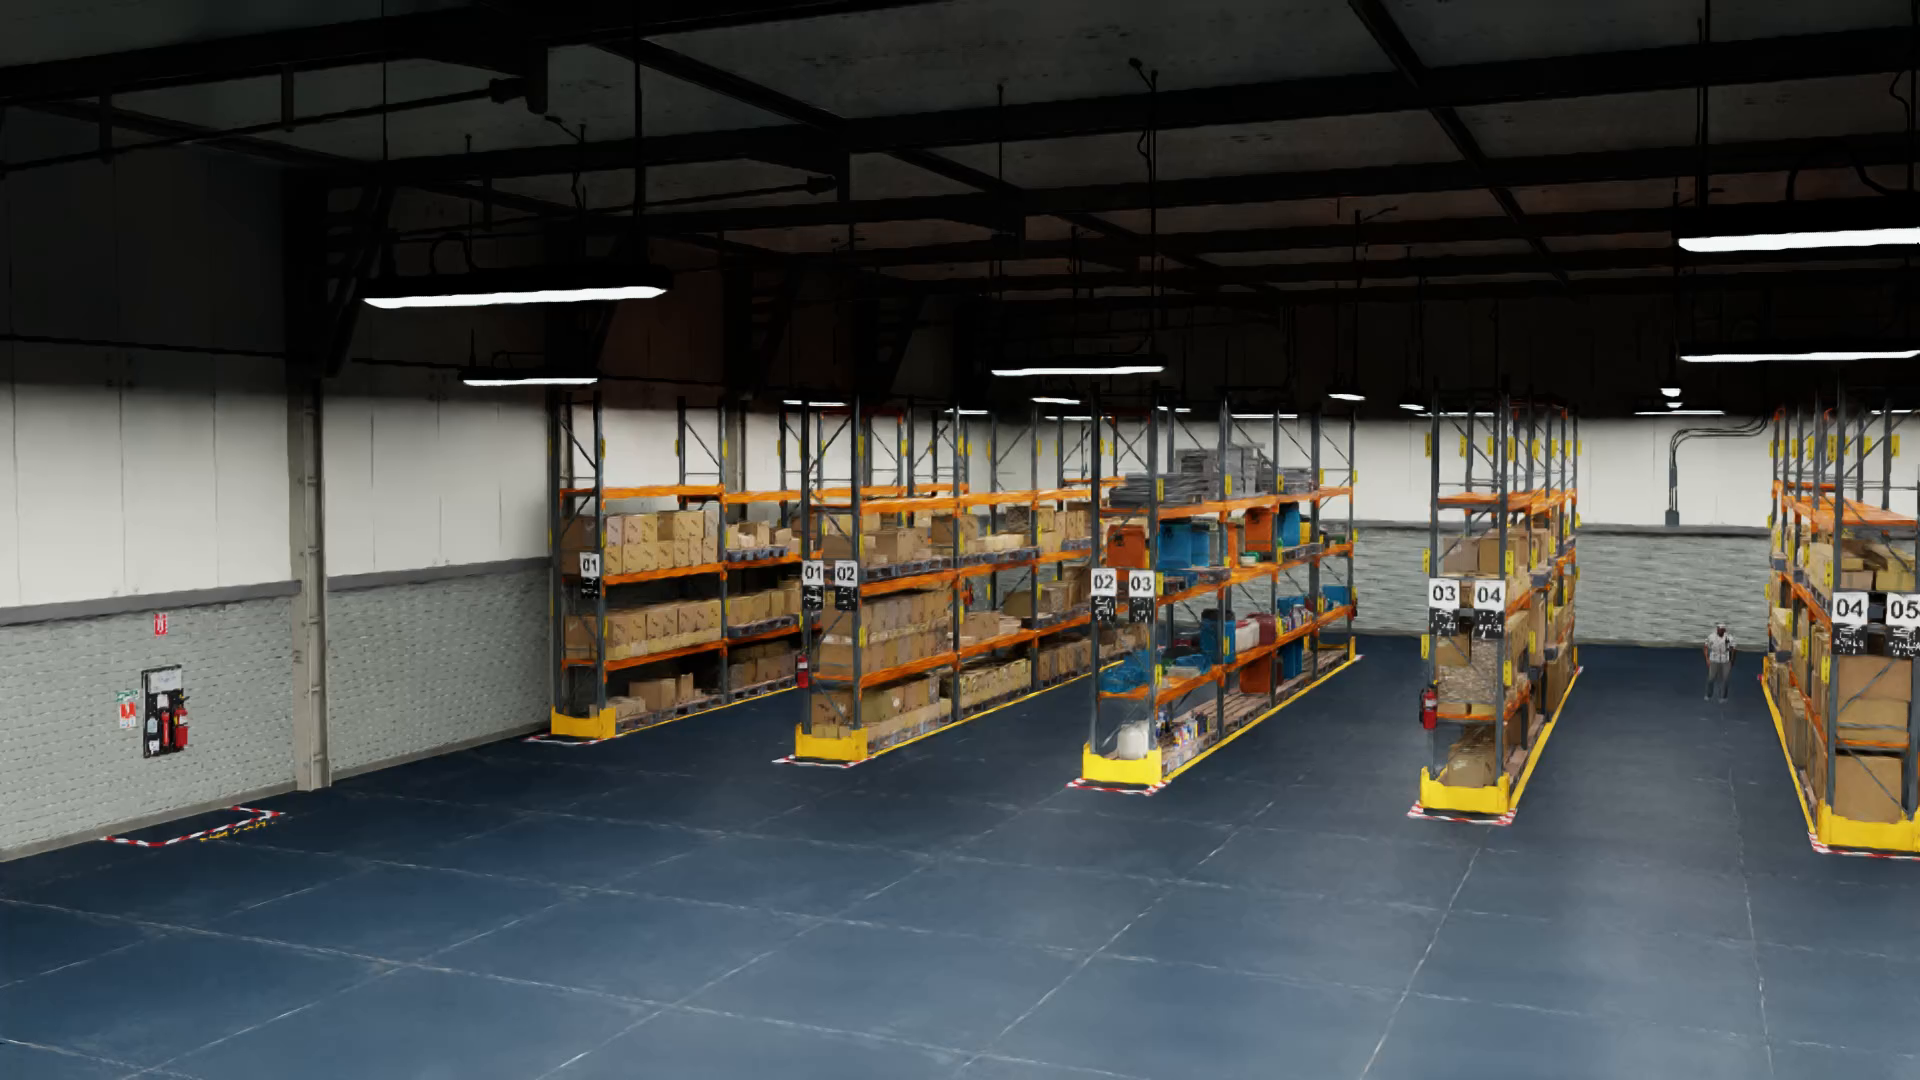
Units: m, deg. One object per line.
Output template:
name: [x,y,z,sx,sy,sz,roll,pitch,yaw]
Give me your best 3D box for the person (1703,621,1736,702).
person: [14.980,2.389,32.794,0.592,1.621,0.532,1,3,22]
